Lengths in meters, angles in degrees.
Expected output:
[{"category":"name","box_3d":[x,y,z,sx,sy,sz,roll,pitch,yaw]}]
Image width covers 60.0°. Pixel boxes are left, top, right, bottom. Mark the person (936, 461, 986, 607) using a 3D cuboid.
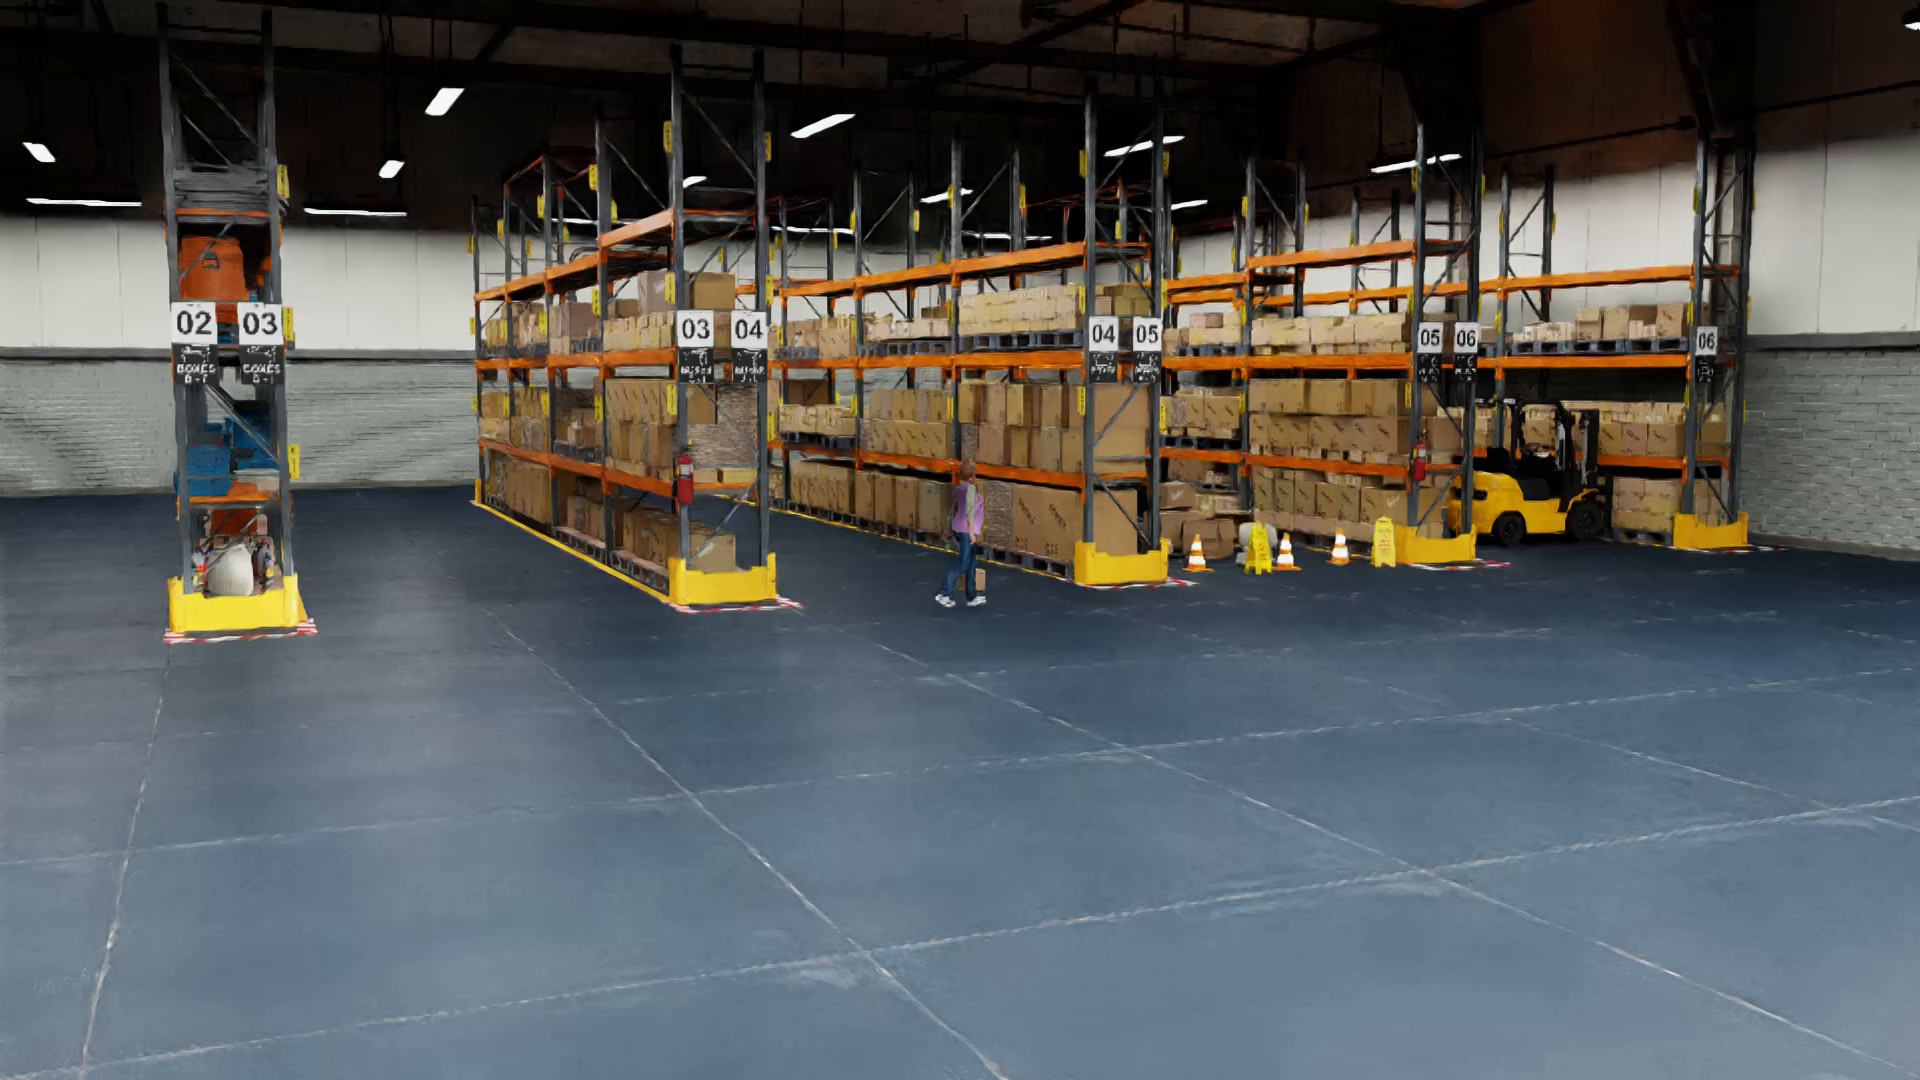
[{"category":"person","box_3d":[0.001,-0.063,17.978,0.708,1.550,0.683,-3,6,-26]}]
